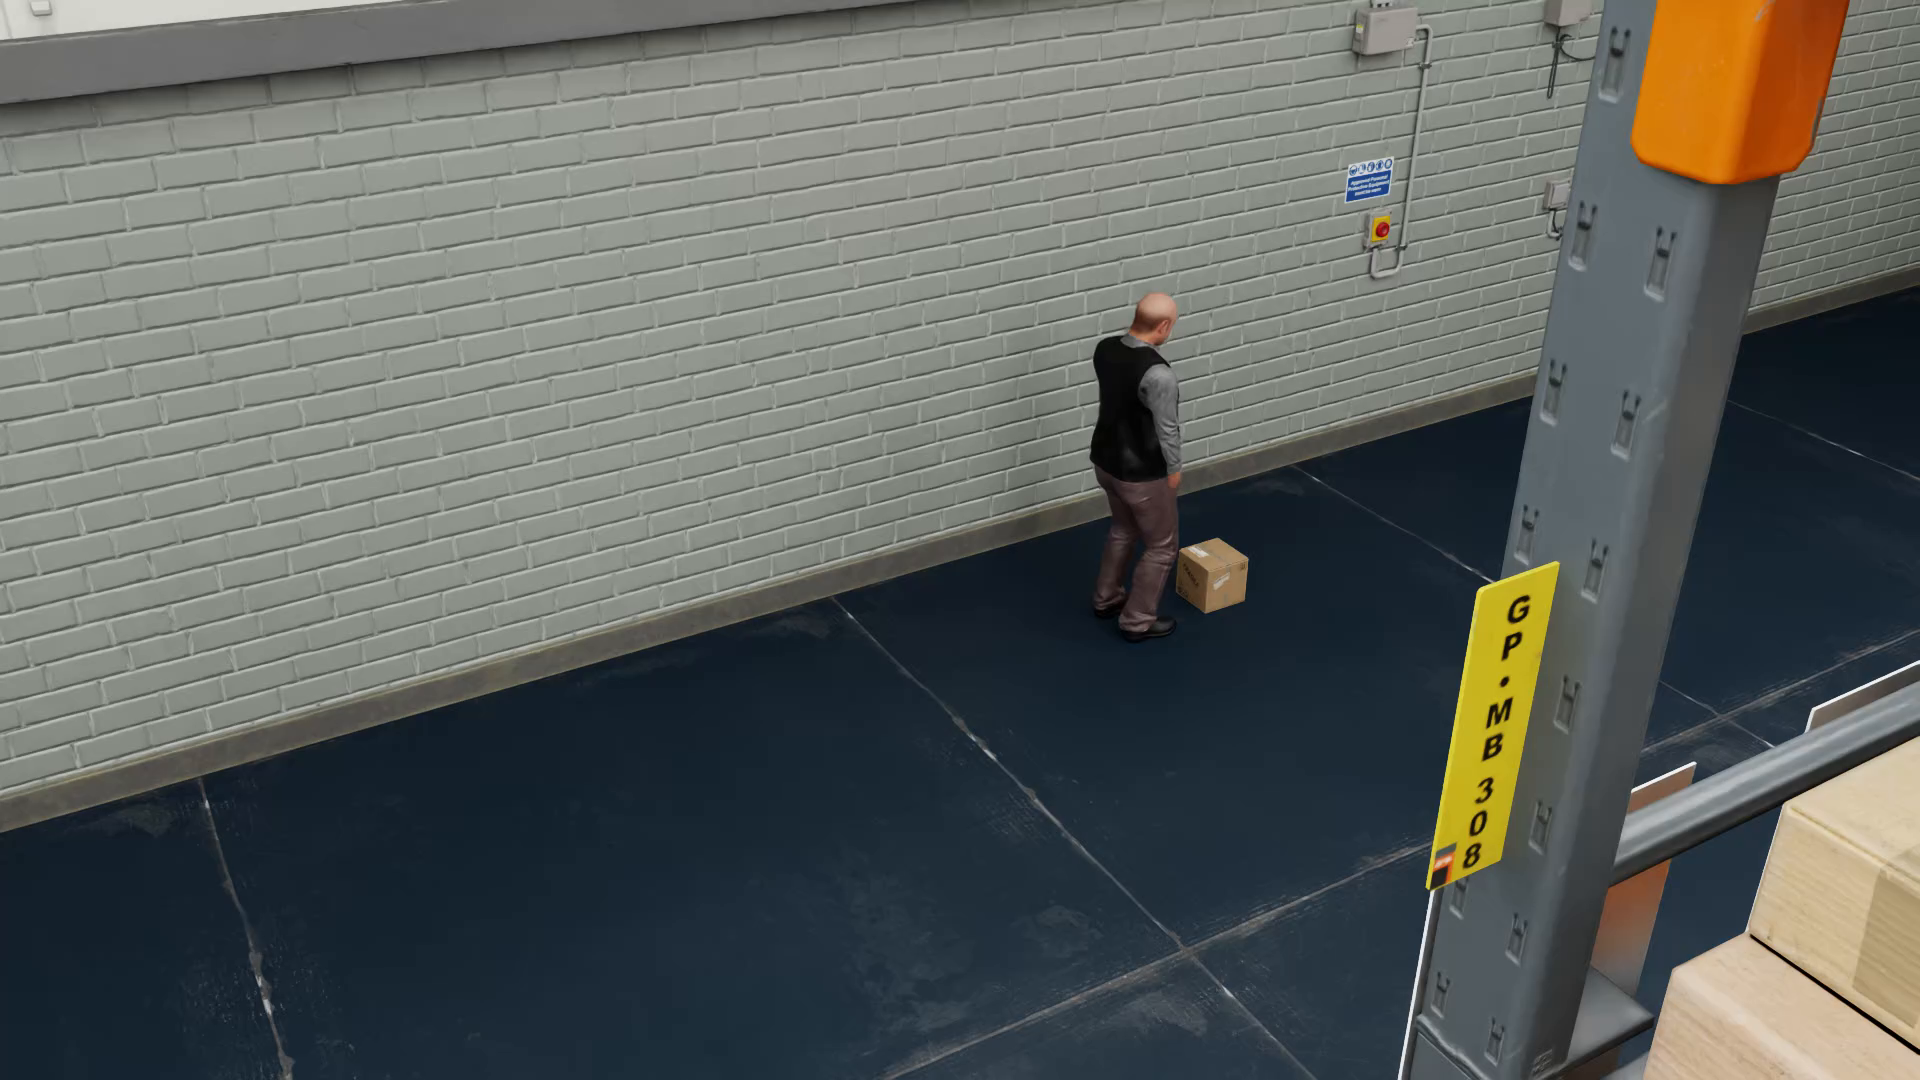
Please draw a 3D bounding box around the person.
[{"bbox_3d":[0.821,-0.344,7.817,0.390,1.692,0.549,-15,32,-25],"label":"person"}]
